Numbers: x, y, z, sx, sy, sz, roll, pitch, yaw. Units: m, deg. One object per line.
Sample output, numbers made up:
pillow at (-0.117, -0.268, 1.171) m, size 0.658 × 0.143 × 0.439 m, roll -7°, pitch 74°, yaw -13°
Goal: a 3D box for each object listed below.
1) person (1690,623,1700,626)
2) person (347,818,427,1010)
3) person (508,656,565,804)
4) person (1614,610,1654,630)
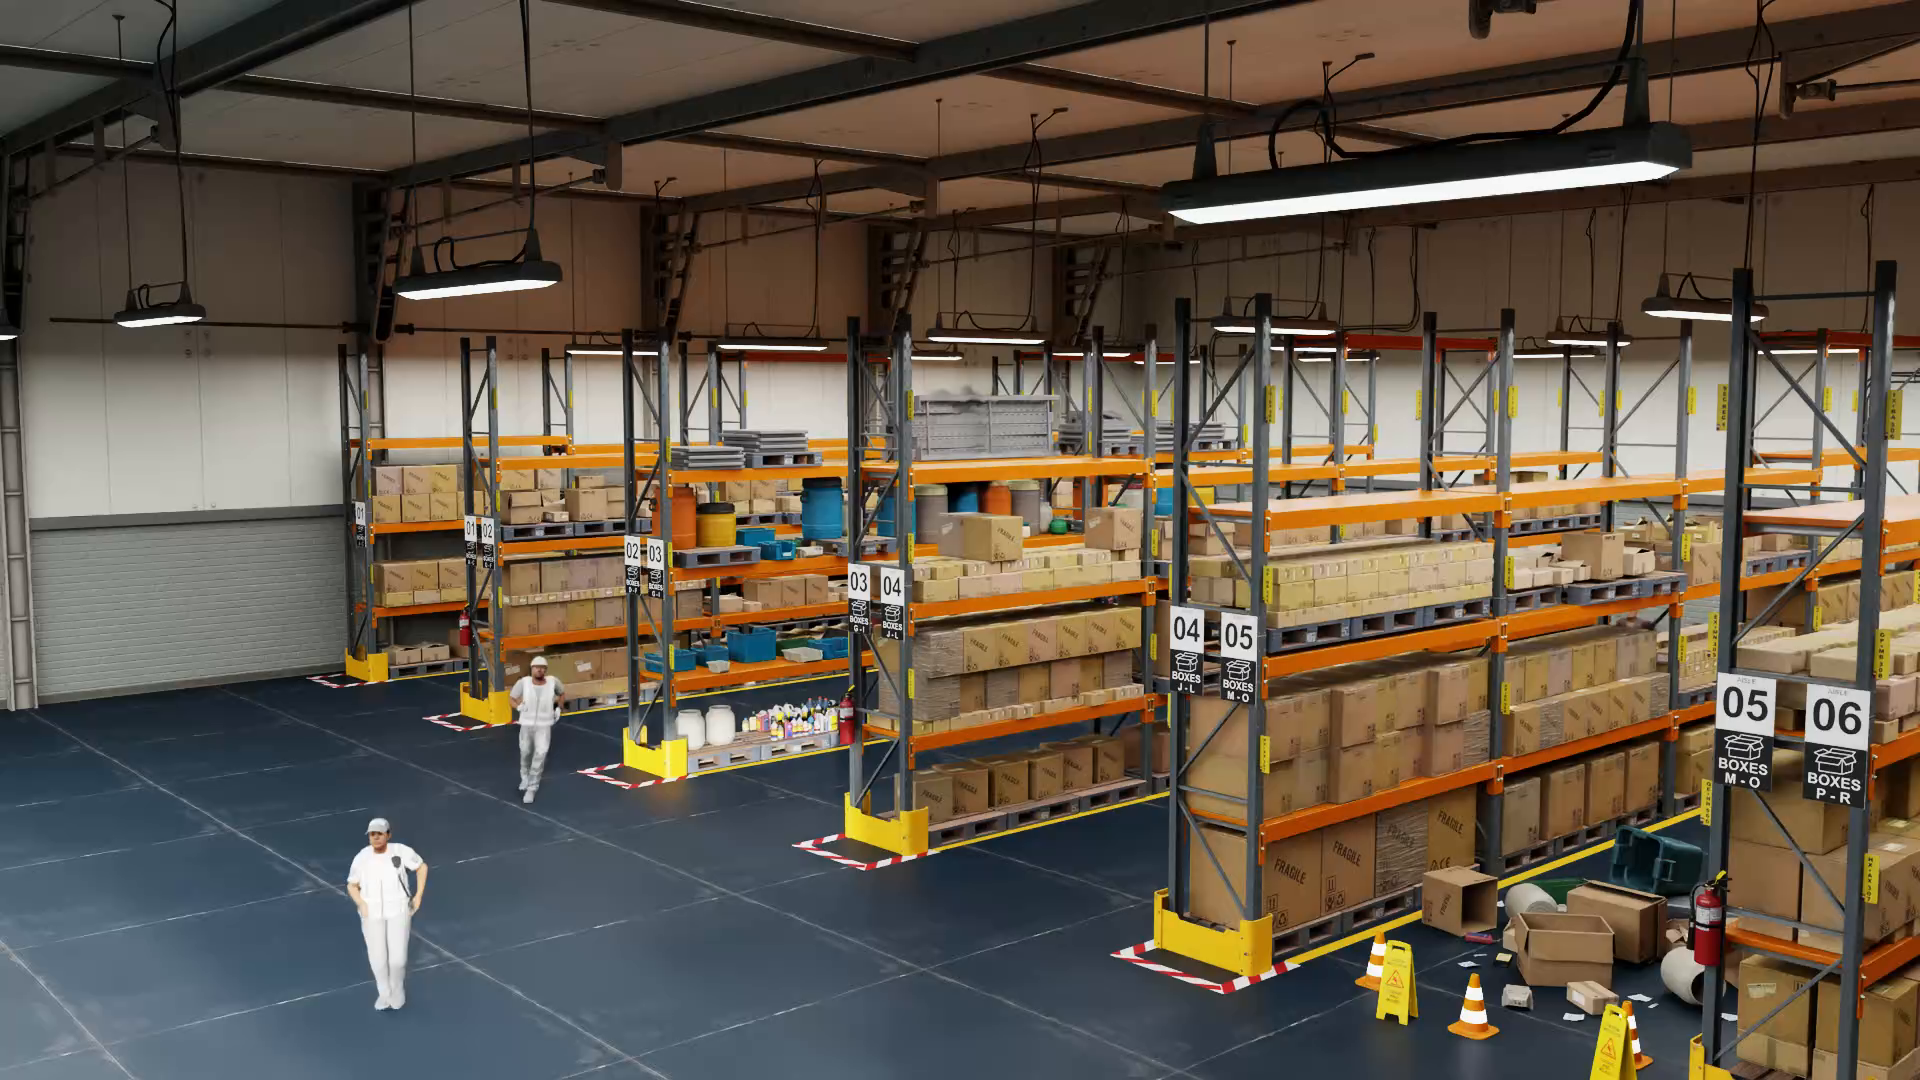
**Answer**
person at (11.259, 2.073, 25.406) m, size 0.689 × 1.618 × 0.596 m, roll -4°, pitch 6°, yaw -37°
person at (-4.765, 3.116, 13.813) m, size 0.618 × 1.626 × 0.588 m, roll -1°, pitch 5°, yaw -10°
person at (-5.388, 2.371, 21.167) m, size 0.700 × 1.802 × 0.879 m, roll -1°, pitch 5°, yaw -10°
person at (10.929, 1.892, 26.999) m, size 0.702 × 1.750 × 0.834 m, roll 4°, pitch 7°, yaw 38°
